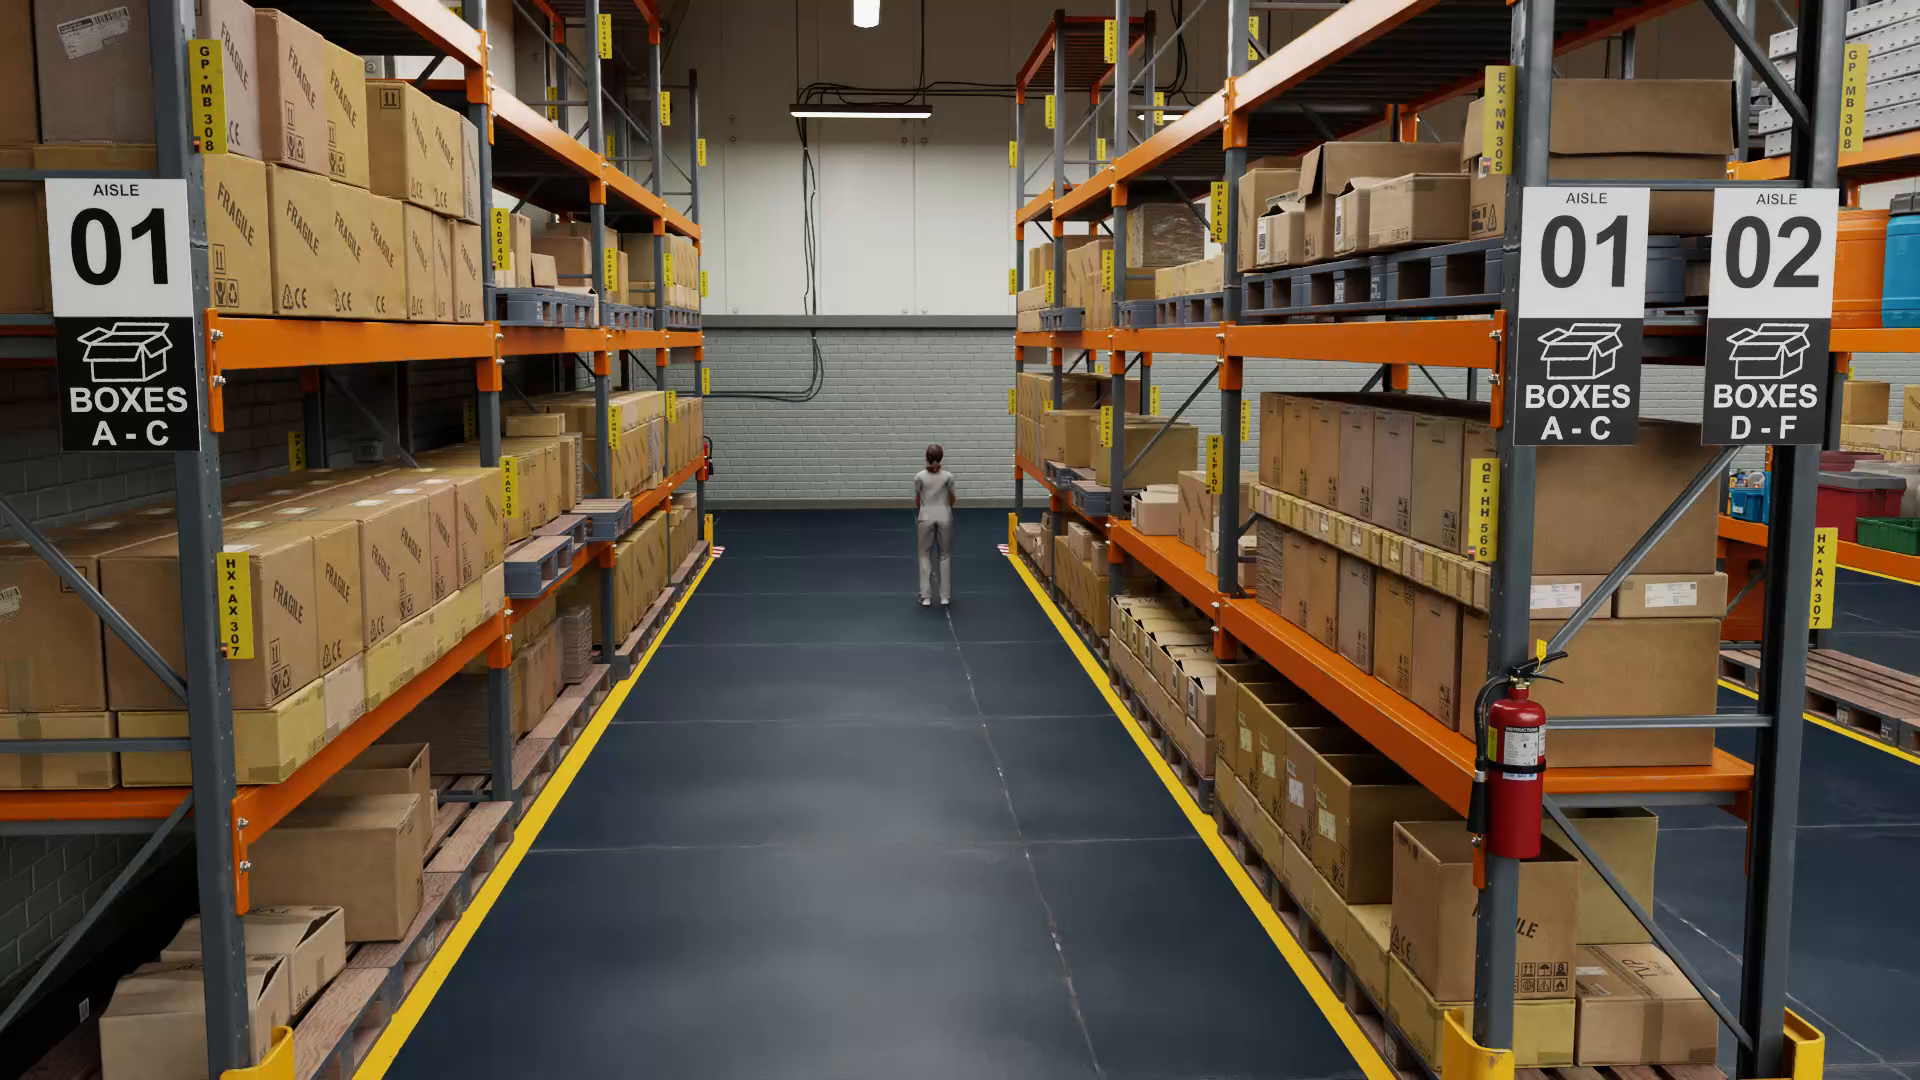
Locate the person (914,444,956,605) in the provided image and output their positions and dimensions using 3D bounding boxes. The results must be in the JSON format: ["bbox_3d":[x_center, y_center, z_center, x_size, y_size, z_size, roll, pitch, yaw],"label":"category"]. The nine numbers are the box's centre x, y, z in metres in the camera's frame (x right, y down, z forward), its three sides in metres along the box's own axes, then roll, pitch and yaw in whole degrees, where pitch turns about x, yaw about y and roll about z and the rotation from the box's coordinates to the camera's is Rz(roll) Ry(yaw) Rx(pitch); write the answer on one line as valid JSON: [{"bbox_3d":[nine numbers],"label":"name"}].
[{"bbox_3d":[-0.259,-0.168,17.186,0.437,1.665,0.549,0,7,-3],"label":"person"}]
